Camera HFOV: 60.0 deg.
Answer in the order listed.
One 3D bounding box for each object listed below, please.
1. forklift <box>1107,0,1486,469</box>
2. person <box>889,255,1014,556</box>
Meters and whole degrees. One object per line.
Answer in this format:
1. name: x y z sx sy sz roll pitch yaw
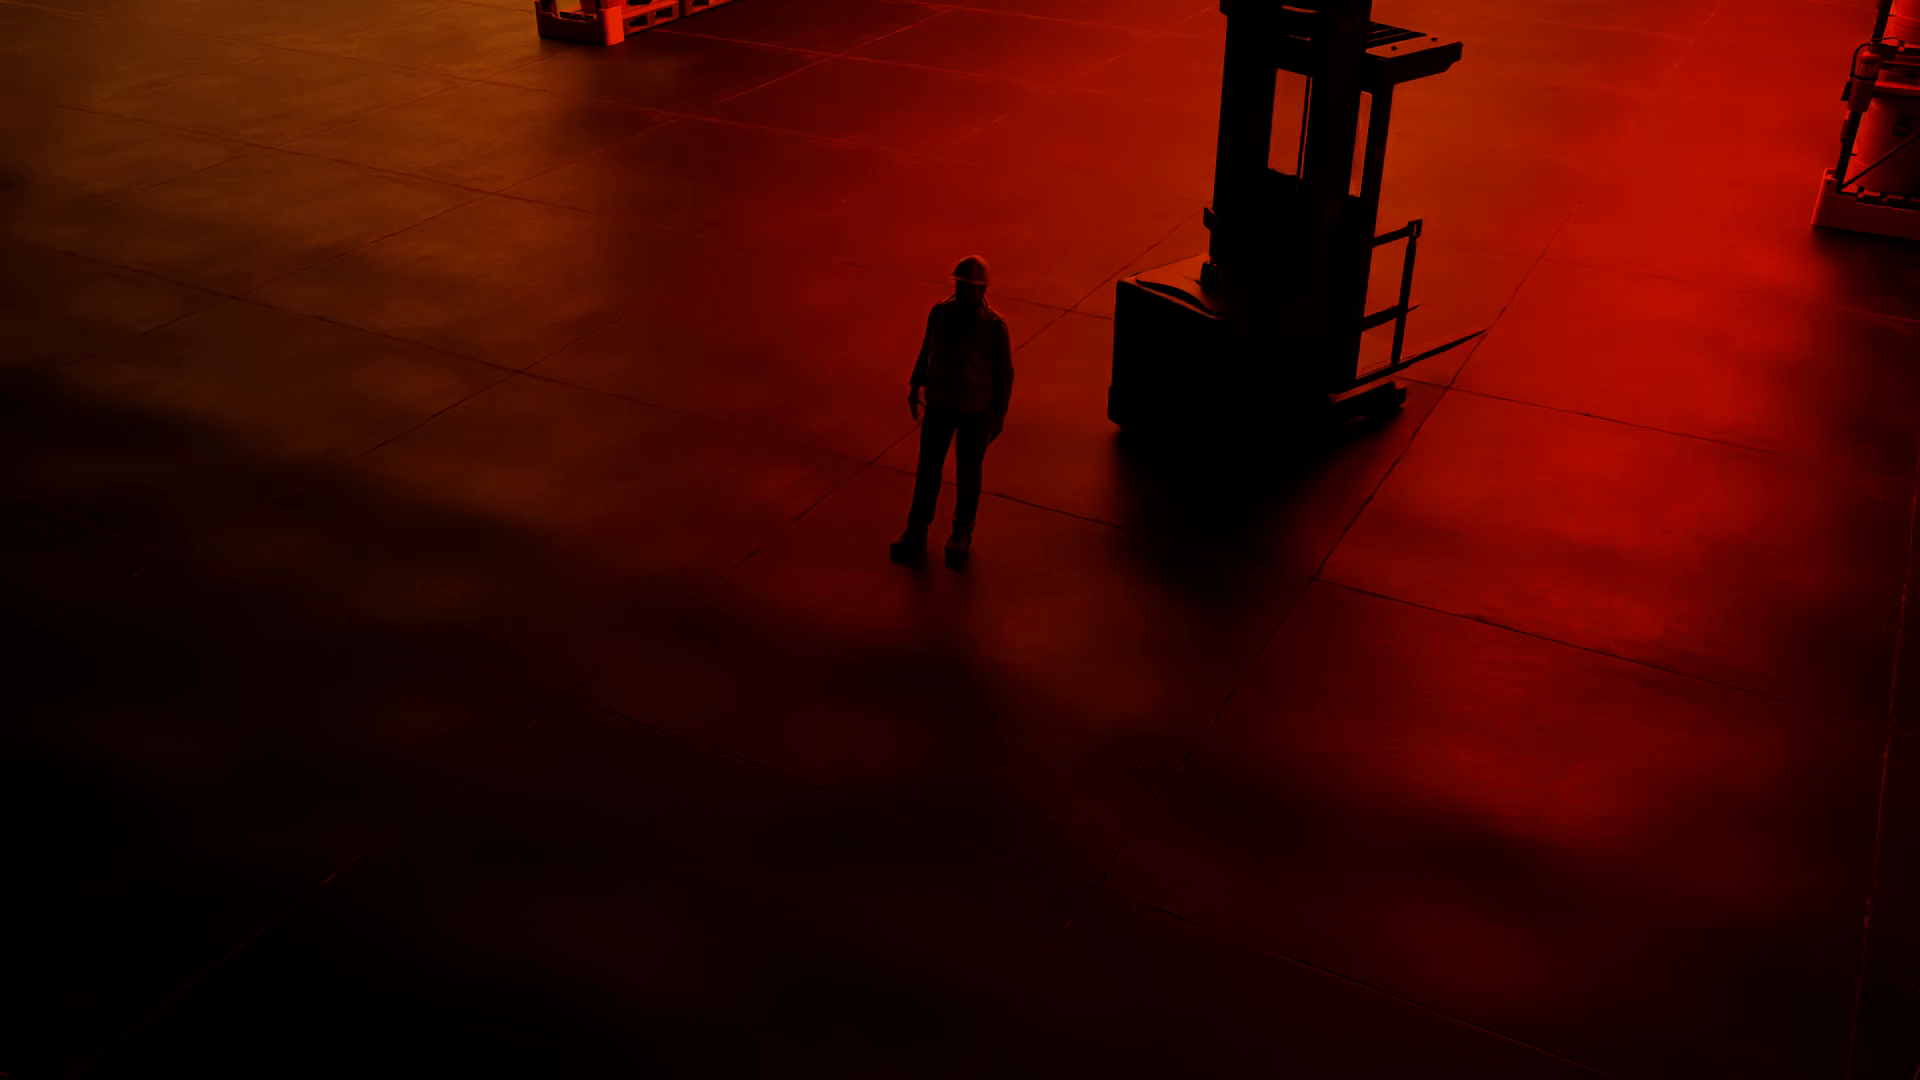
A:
1. forklift: 2.480 -2.307 11.068 3.031 2.935 1.130 -21 36 -32
2. person: -0.037 -0.749 9.511 0.634 1.775 0.566 15 33 25
